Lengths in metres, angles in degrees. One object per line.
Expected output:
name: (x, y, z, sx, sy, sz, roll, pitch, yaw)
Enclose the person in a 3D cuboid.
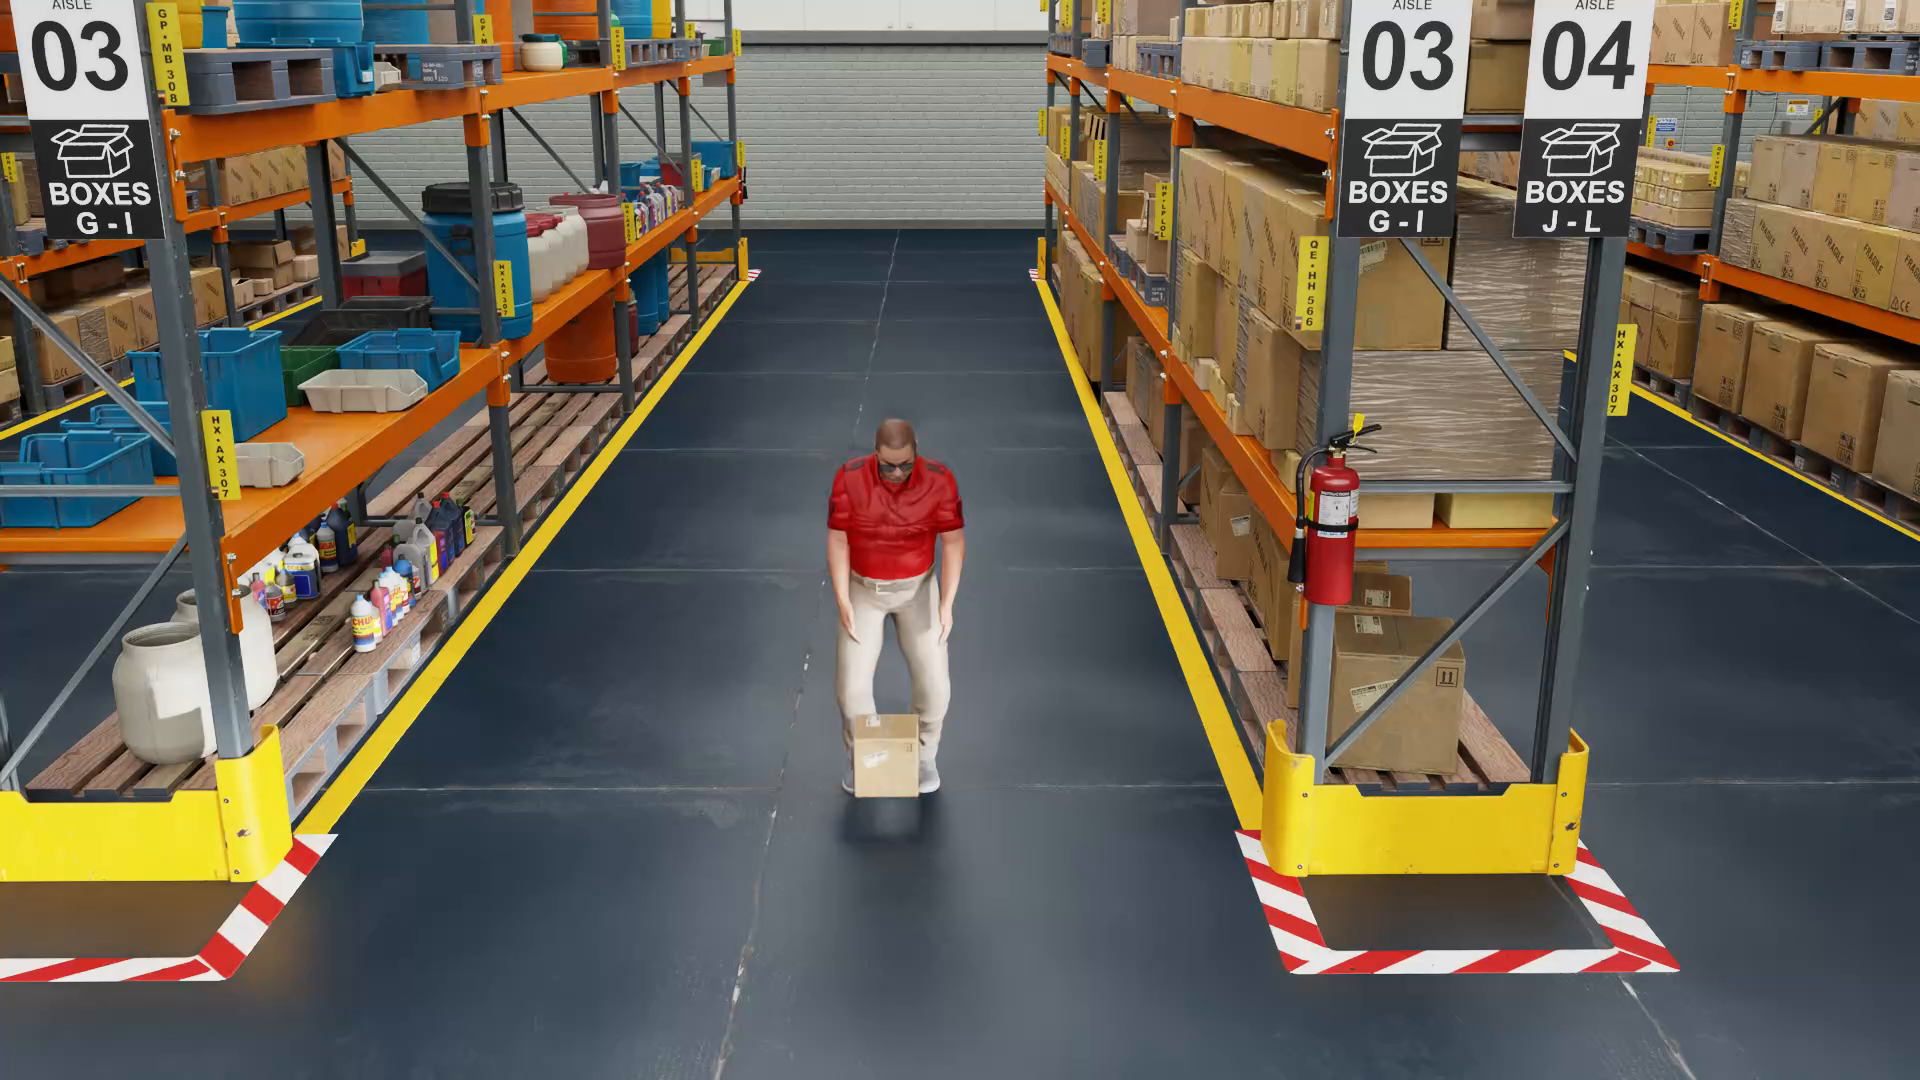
person: (-0.262, -0.060, 6.808, 0.571, 0.946, 0.446, 0, 17, 0)
